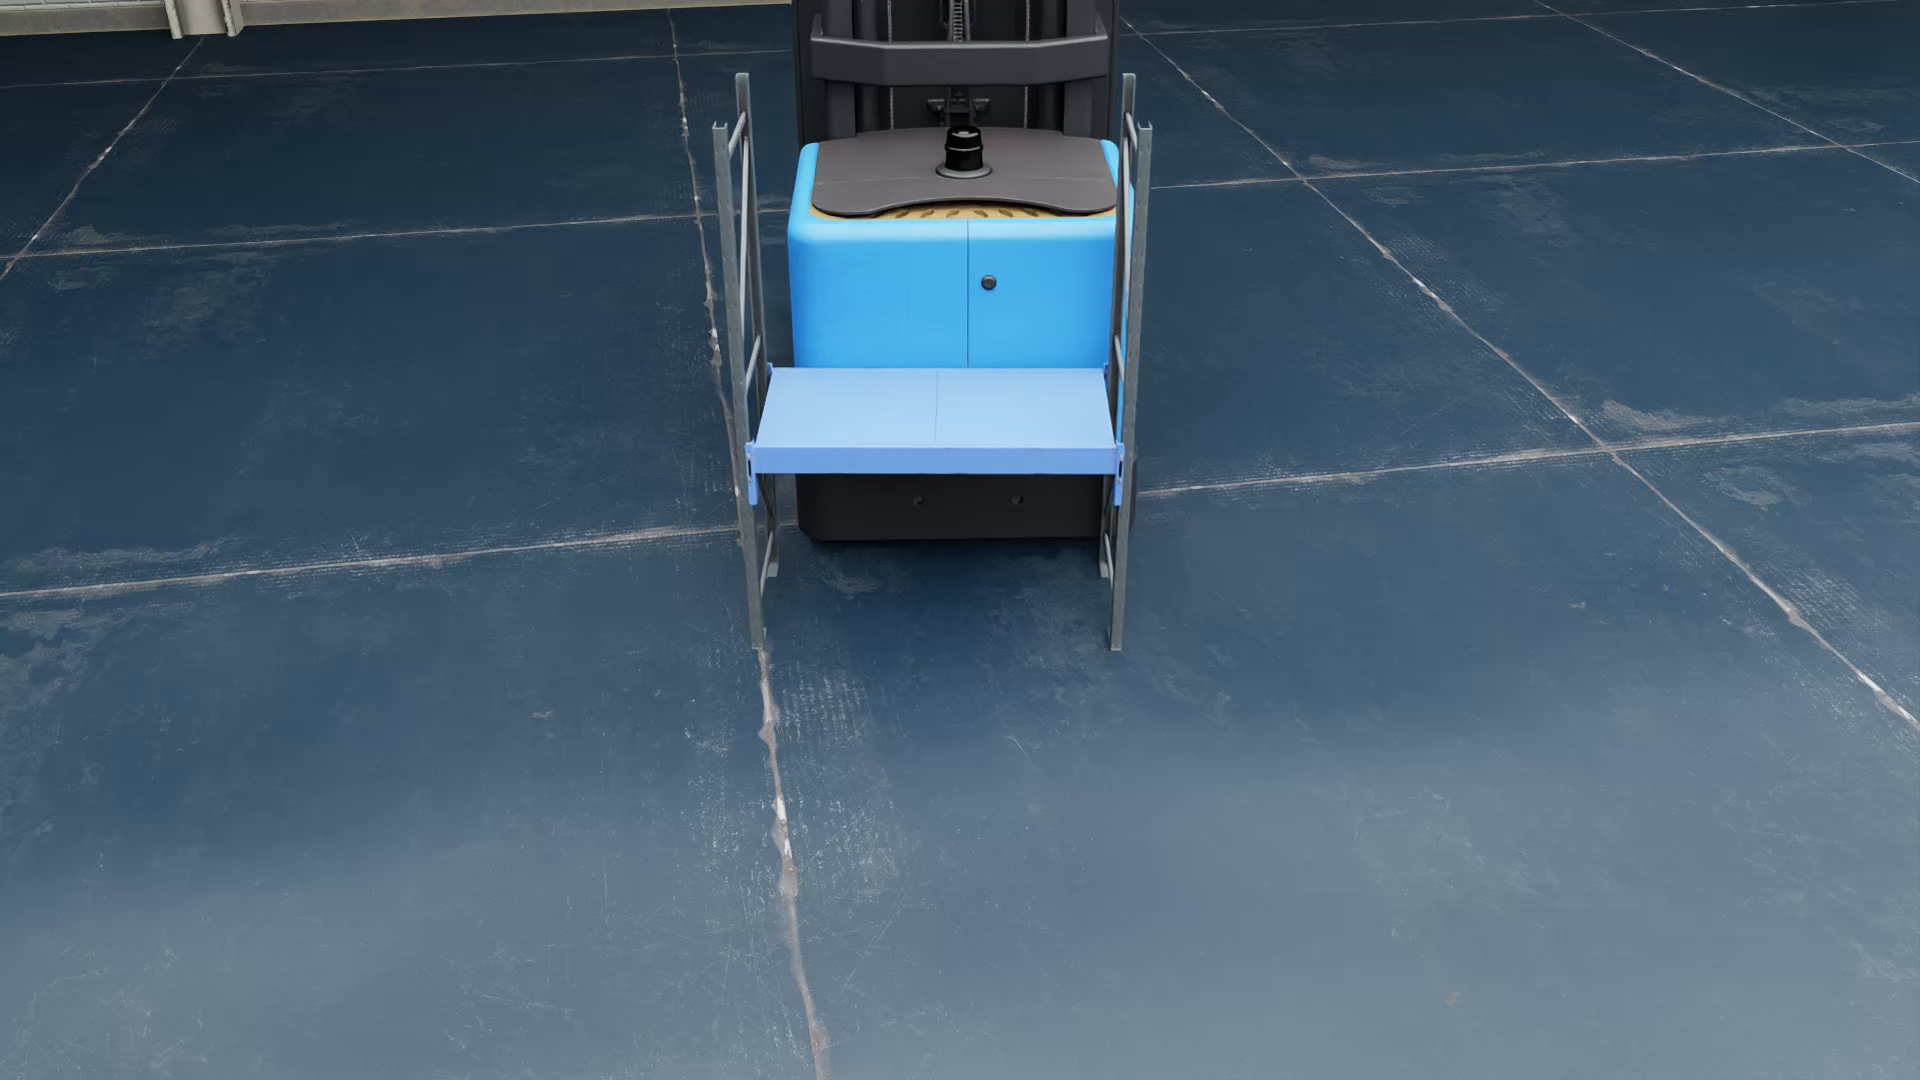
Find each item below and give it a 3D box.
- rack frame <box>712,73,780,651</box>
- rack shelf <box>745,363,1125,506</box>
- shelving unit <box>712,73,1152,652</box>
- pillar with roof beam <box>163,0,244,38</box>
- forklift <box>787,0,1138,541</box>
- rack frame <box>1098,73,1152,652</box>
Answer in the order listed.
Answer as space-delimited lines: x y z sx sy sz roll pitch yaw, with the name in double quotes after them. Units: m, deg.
-0.574 -0.459 4.550 0.032 1.500 0.500 0 30 0 "rack frame"
-0.065 -0.302 4.639 1.000 0.185 0.538 0 30 0 "rack shelf"
-0.065 -0.457 4.548 1.048 1.500 0.538 0 30 0 "shelving unit"
-4.165 -5.078 5.008 0.400 9.000 9.100 -5 31 -9 "pillar with roof beam"
-0.024 -1.972 5.711 1.130 2.935 3.031 -1 30 -2 "forklift"
0.443 -0.456 4.547 0.032 1.500 0.500 0 30 0 "rack frame"
